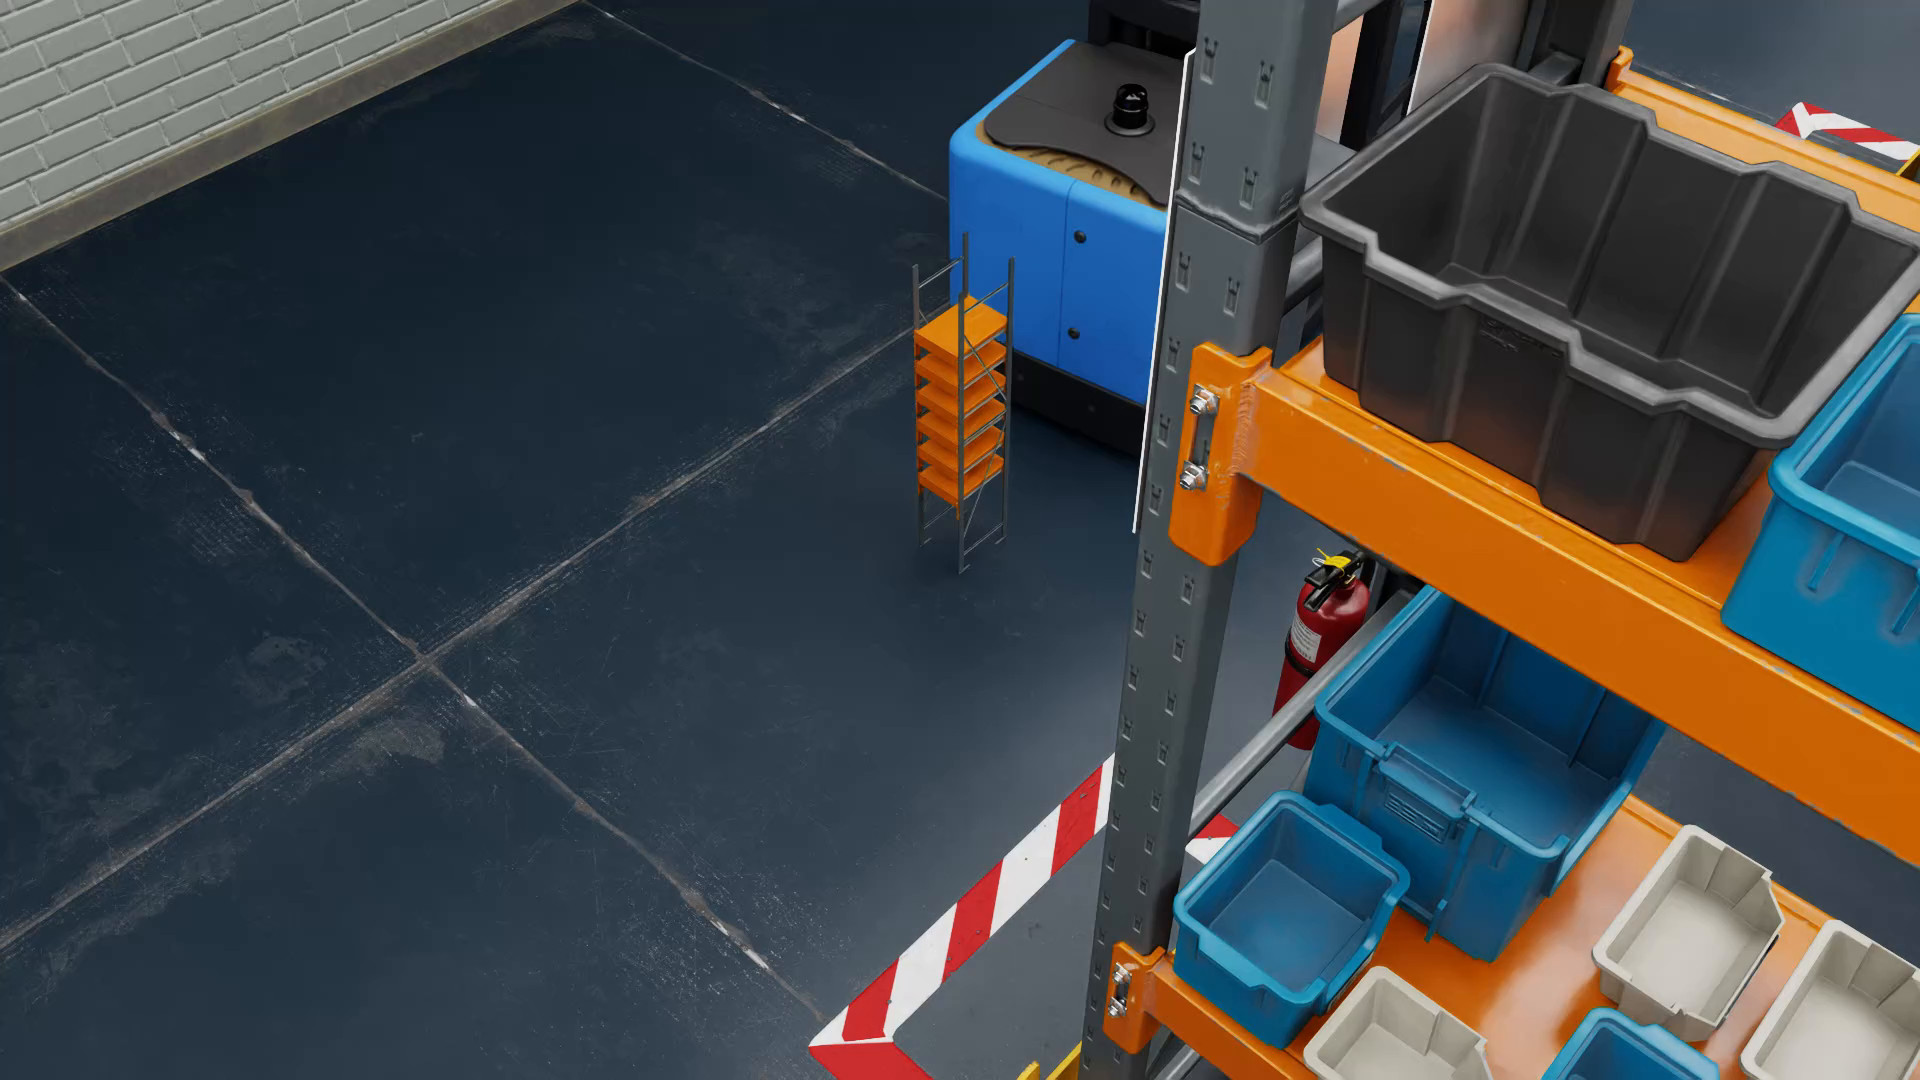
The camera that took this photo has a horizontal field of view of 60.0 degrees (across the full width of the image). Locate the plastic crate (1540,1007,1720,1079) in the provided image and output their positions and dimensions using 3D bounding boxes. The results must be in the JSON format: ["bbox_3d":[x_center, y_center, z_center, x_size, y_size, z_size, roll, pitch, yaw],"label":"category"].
[{"bbox_3d":[1.087,1.041,2.788,0.300,0.233,0.416,34,55,28],"label":"plastic crate"}]

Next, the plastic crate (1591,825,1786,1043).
[{"bbox_3d":[1.367,0.757,3.122,0.243,0.136,0.396,34,55,28],"label":"plastic crate"}]

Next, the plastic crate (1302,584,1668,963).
[{"bbox_3d":[1.018,0.413,3.239,0.499,0.435,0.616,34,55,28],"label":"plastic crate"}]

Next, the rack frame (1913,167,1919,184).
[{"bbox_3d":[4.004,-2.273,5.826,0.127,3.000,1.000,34,55,28],"label":"rack frame"}]

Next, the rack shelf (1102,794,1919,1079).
[{"bbox_3d":[2.115,1.616,2.669,4.000,0.370,1.077,34,55,28],"label":"rack shelf"}]

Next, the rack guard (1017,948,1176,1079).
[{"bbox_3d":[0.618,1.231,4.251,0.348,0.500,1.175,34,55,28],"label":"rack guard"}]

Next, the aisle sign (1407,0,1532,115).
[{"bbox_3d":[0.791,-0.702,2.568,0.004,0.787,0.394,34,55,28],"label":"aisle sign"}]

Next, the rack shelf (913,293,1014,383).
[{"bbox_3d":[0.011,-0.620,5.076,0.180,0.103,0.258,34,55,28],"label":"rack shelf"}]

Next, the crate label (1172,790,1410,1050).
[{"bbox_3d":[0.603,0.716,3.094,0.303,0.233,0.416,34,55,28],"label":"crate label"}]

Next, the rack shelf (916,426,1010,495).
[{"bbox_3d":[0.011,-0.291,5.426,0.180,0.103,0.258,34,55,28],"label":"rack shelf"}]

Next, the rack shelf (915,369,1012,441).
[{"bbox_3d":[0.011,-0.455,5.251,0.180,0.103,0.258,34,55,28],"label":"rack shelf"}]

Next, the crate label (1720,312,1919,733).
[{"bbox_3d":[1.104,0.034,1.705,0.502,0.251,0.408,34,55,28],"label":"crate label"}]

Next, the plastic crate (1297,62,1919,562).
[{"bbox_3d":[0.739,-0.262,1.970,0.590,0.269,0.497,34,55,28],"label":"plastic crate"}]

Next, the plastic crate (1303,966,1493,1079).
[{"bbox_3d":[0.783,0.952,2.939,0.298,0.136,0.250,34,55,28],"label":"plastic crate"}]

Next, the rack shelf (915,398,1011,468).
[{"bbox_3d":[0.011,-0.373,5.338,0.180,0.103,0.258,34,55,28],"label":"rack shelf"}]

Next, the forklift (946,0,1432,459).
[{"bbox_3d":[1.192,-2.305,5.904,1.130,2.935,3.031,26,52,23],"label":"forklift"}]

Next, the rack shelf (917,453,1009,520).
[{"bbox_3d":[0.011,-0.209,5.513,0.180,0.103,0.258,34,55,28],"label":"rack shelf"}]

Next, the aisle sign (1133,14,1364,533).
[{"bbox_3d":[0.390,-0.386,2.271,0.004,0.787,0.394,34,55,28],"label":"aisle sign"}]

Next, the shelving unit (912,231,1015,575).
[{"bbox_3d":[0.011,-0.404,5.306,0.189,1.200,0.258,34,55,28],"label":"shelving unit"}]

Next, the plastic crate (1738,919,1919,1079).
[{"bbox_3d":[1.570,0.908,2.980,0.243,0.136,0.396,34,55,28],"label":"plastic crate"}]

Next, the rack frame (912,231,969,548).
[{"bbox_3d":[-0.057,-0.449,5.348,0.006,1.200,0.240,34,55,28],"label":"rack frame"}]

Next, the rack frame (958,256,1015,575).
[{"bbox_3d":[0.078,-0.358,5.263,0.006,1.200,0.240,34,55,28],"label":"rack frame"}]

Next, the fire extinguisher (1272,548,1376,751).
[{"bbox_3d":[0.842,0.217,3.798,0.183,0.674,0.296,34,55,28],"label":"fire extinguisher"}]

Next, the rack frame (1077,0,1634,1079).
[{"bbox_3d":[0.645,0.381,3.335,0.127,3.000,1.000,34,55,28],"label":"rack frame"}]

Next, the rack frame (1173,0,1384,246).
[{"bbox_3d":[0.645,-1.673,1.148,0.127,3.000,1.000,34,55,28],"label":"rack frame"}]

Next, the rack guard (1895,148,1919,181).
[{"bbox_3d":[3.986,-1.429,6.749,0.348,0.500,1.175,34,55,28],"label":"rack guard"}]

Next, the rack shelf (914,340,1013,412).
[{"bbox_3d":[0.011,-0.537,5.163,0.180,0.103,0.258,34,55,28],"label":"rack shelf"}]

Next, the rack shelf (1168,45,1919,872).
[{"bbox_3d":[2.115,0.589,1.575,4.000,0.370,1.077,34,55,28],"label":"rack shelf"}]
